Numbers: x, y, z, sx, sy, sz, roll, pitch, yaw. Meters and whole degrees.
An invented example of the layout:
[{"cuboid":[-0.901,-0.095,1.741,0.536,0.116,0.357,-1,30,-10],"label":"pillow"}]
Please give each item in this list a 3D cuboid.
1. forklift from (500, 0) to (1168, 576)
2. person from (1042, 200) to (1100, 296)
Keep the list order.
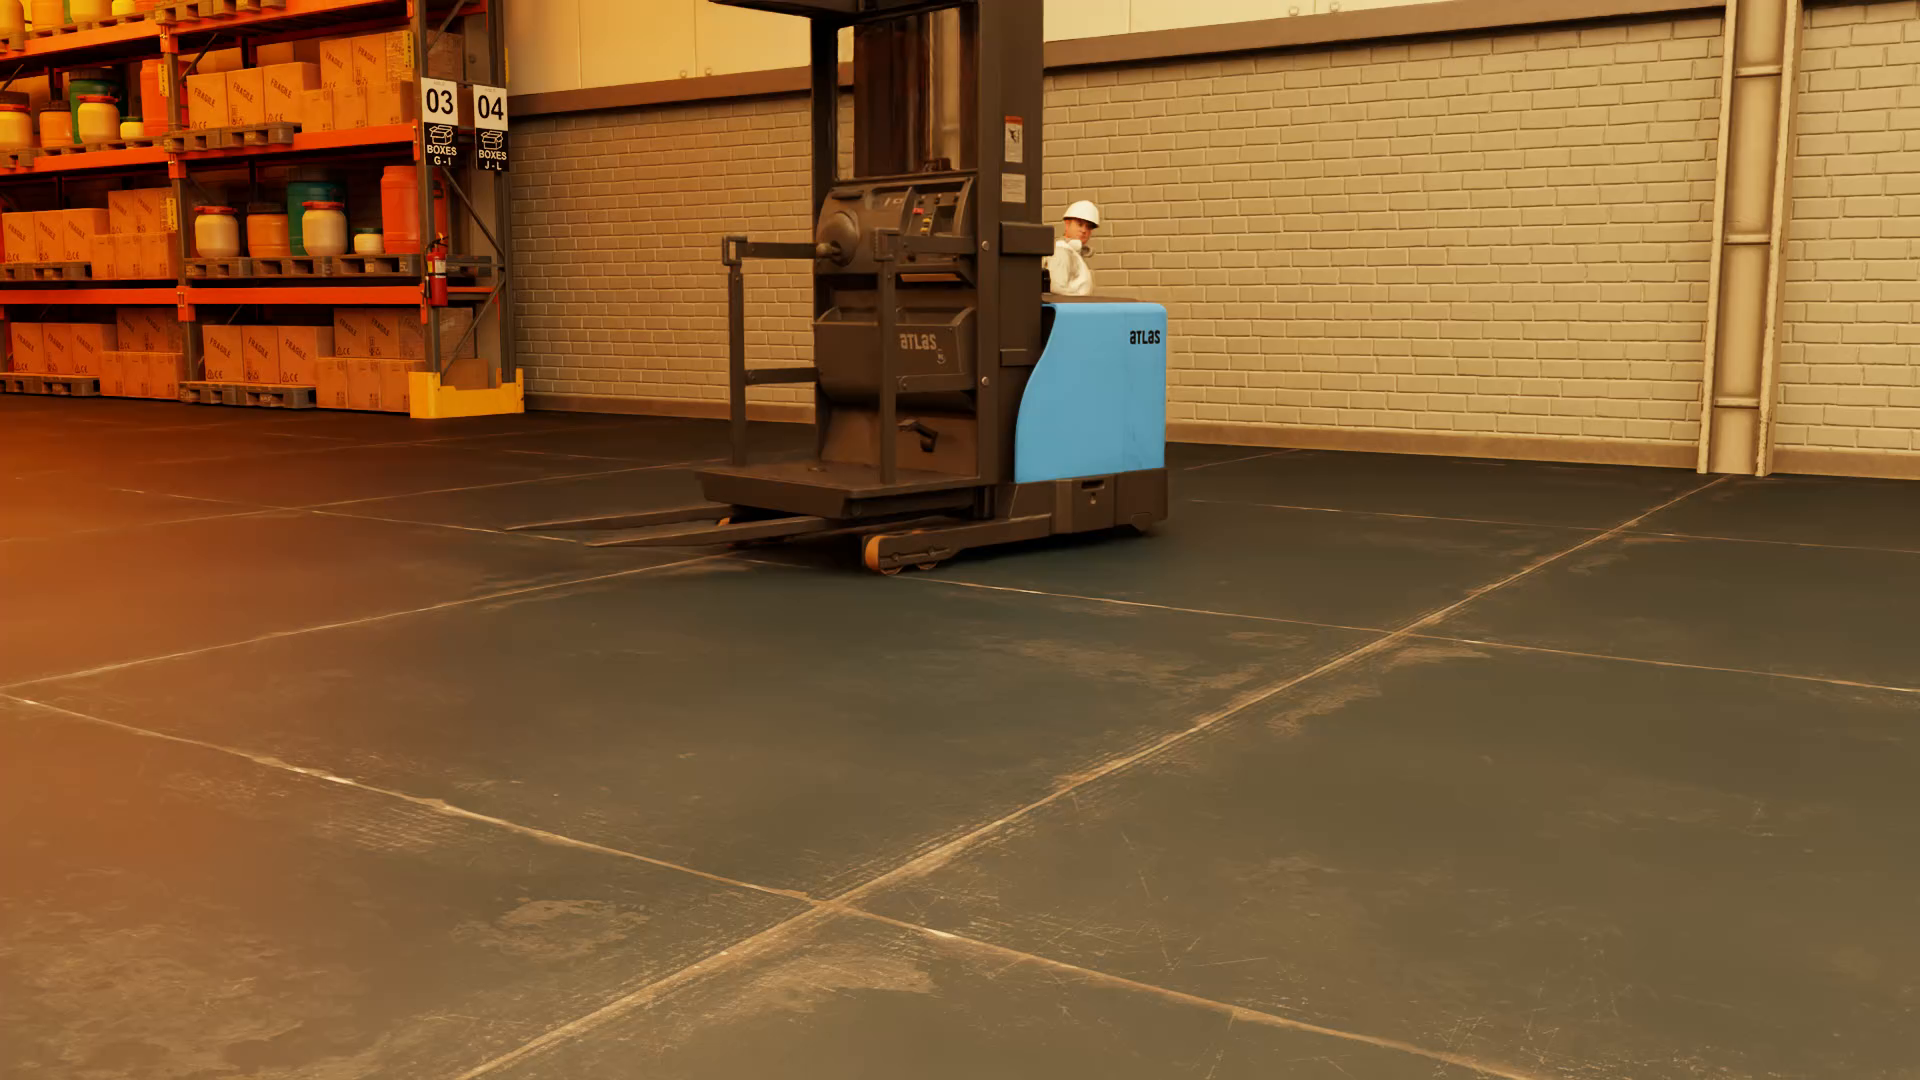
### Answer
[{"cuboid":[-0.438,-1.391,6.977,3.031,2.935,1.130,-8,11,-43],"label":"forklift"},{"cuboid":[0.742,-1.284,10.586,0.522,1.727,0.745,0,8,0],"label":"person"}]
